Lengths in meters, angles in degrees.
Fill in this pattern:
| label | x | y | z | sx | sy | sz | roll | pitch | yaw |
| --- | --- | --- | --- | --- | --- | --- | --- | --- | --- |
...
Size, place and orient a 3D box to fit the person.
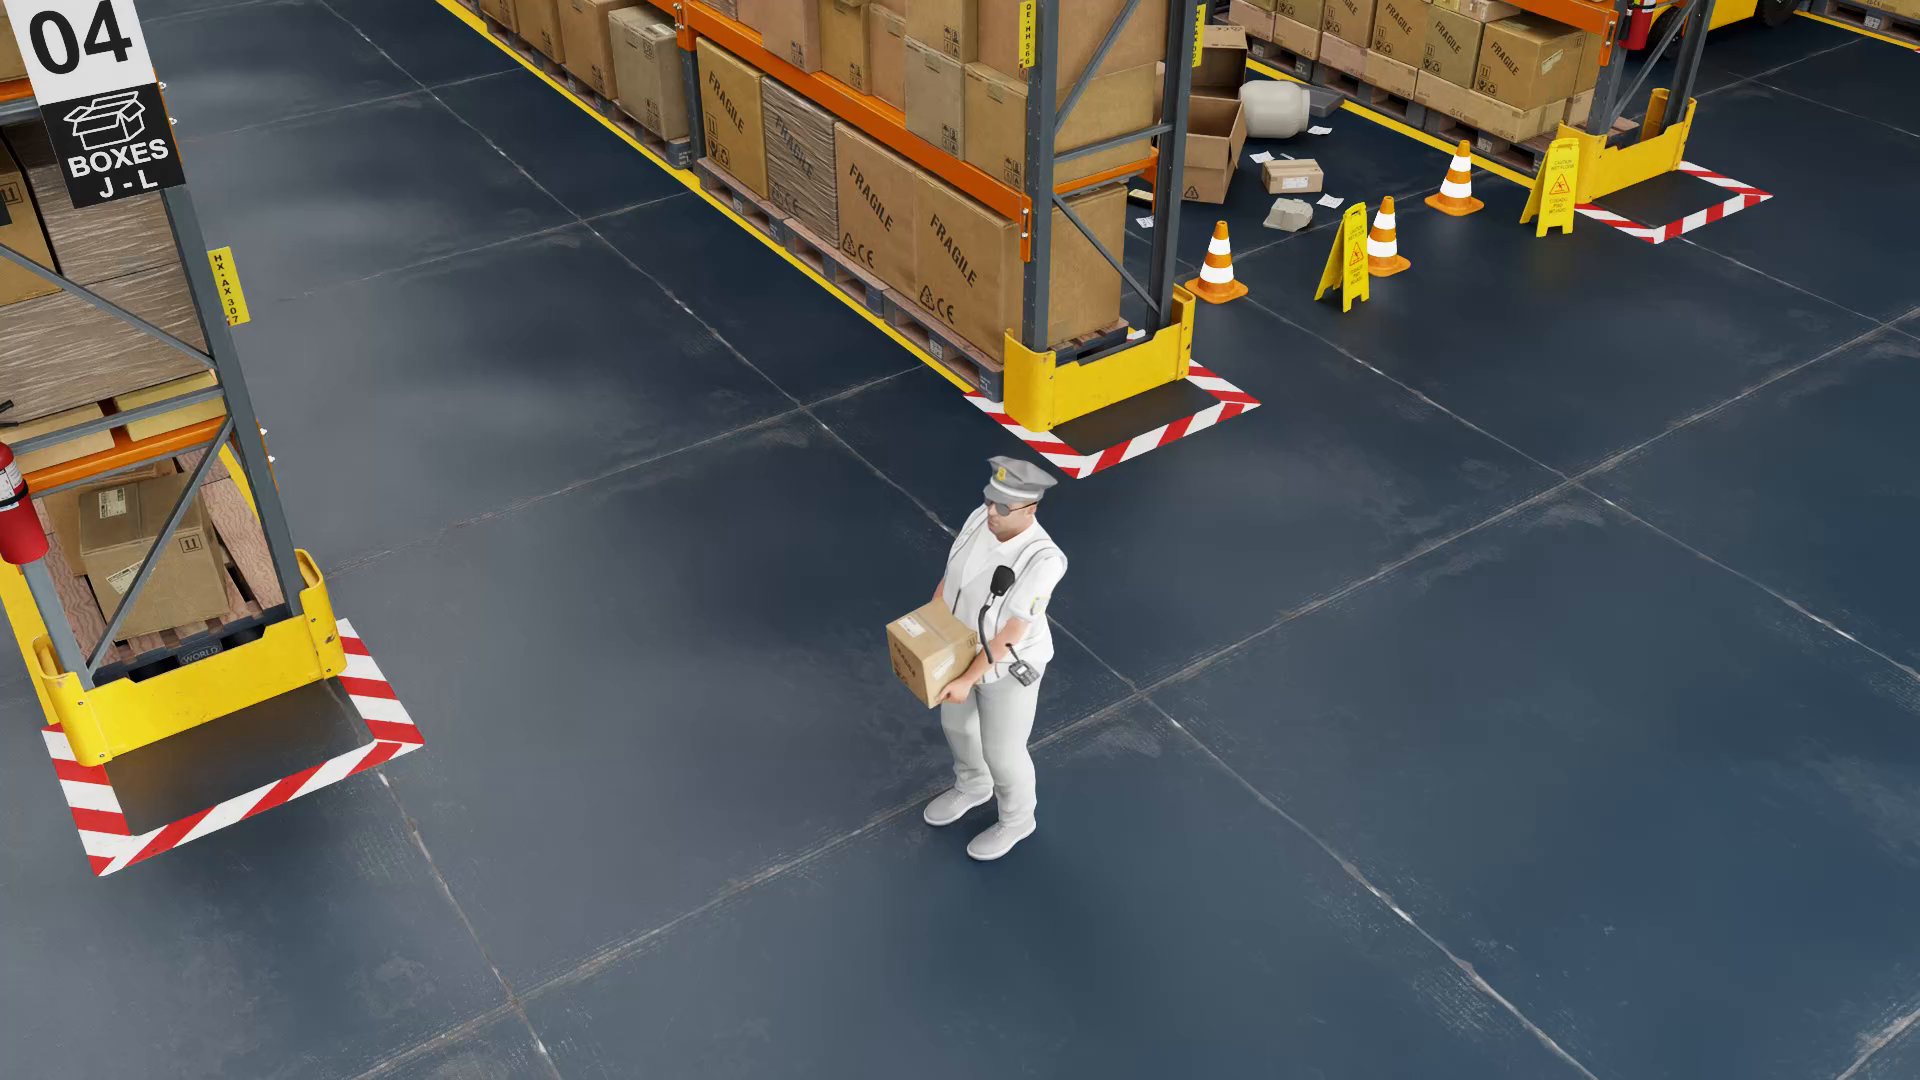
| label | x | y | z | sx | sy | sz | roll | pitch | yaw |
| --- | --- | --- | --- | --- | --- | --- | --- | --- | --- |
| person | 0.078 | 0.470 | 6.343 | 0.565 | 1.761 | 0.494 | -22 | 41 | -27 |
